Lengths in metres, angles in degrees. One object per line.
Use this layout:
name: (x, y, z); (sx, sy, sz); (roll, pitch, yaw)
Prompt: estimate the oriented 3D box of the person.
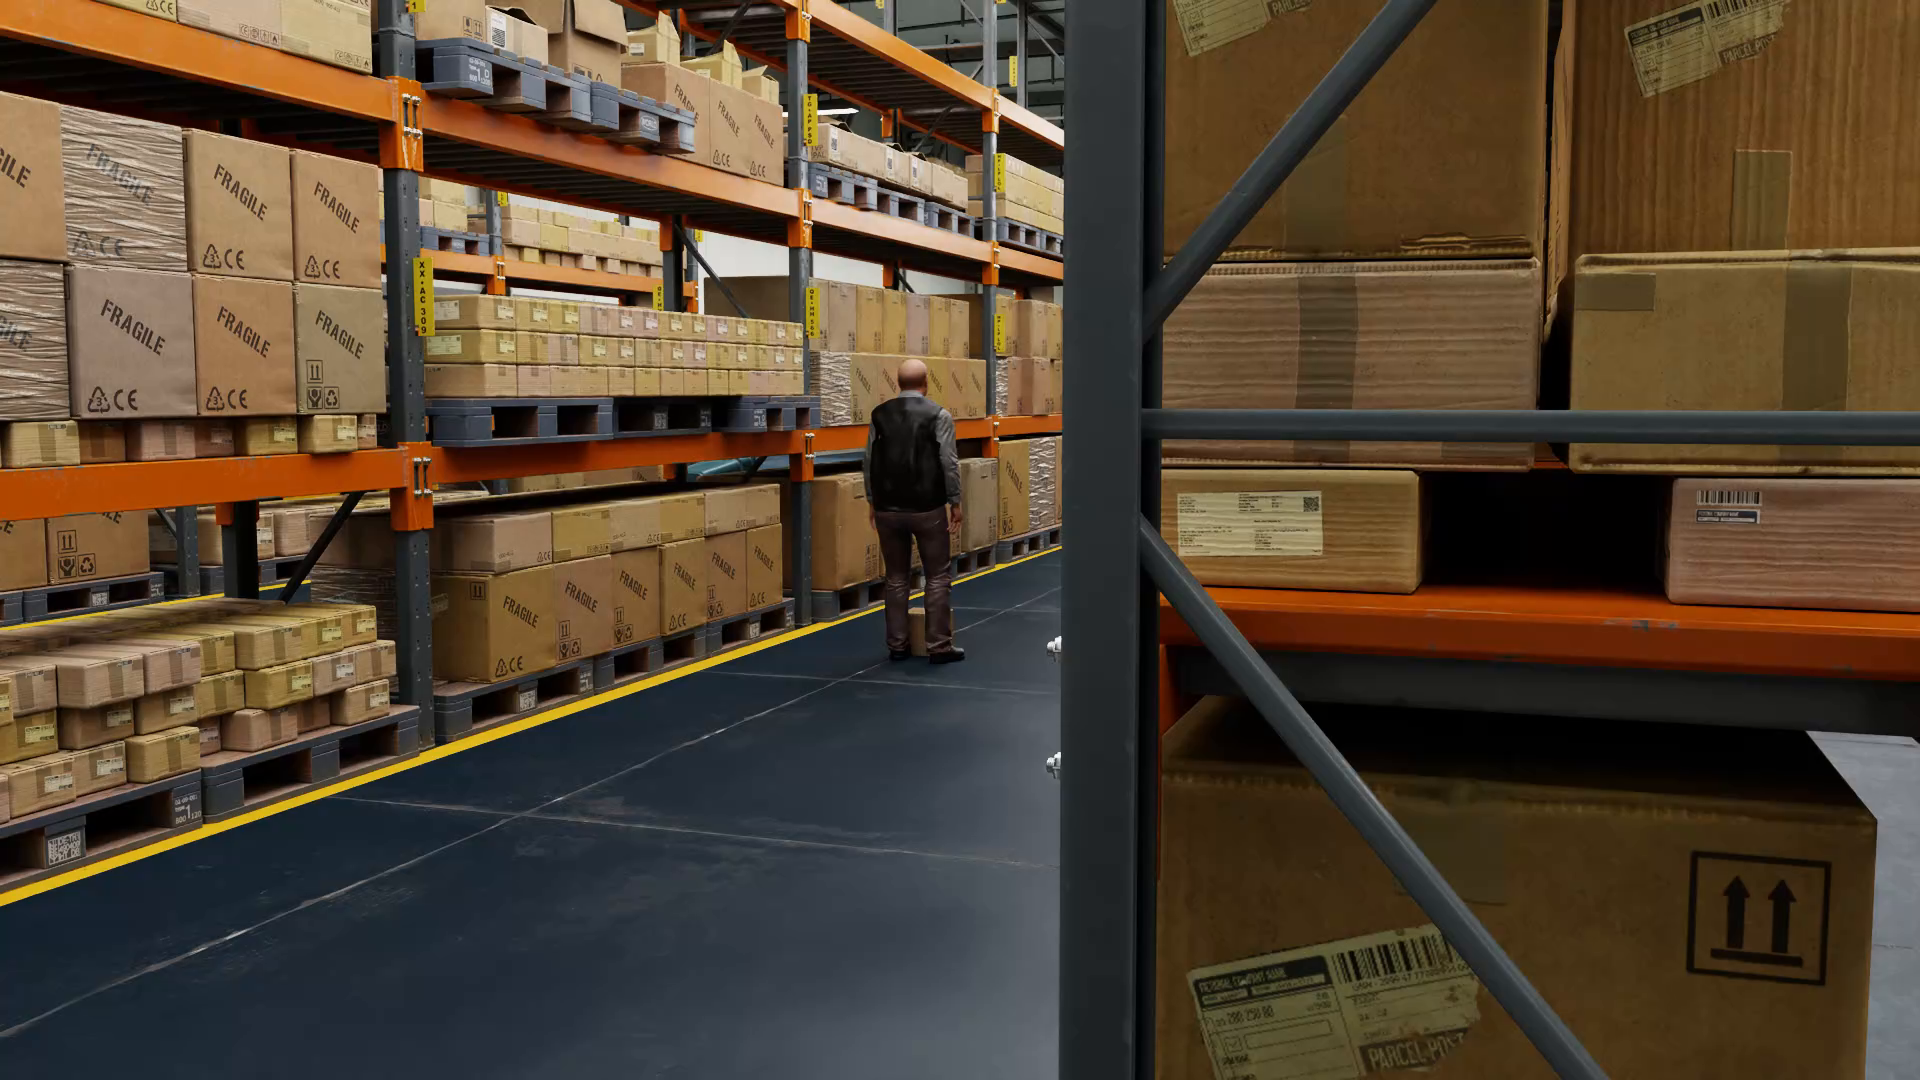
person: (-0.267, -0.168, 9.479); (0.581, 1.721, 0.462); (2, 5, 19)
